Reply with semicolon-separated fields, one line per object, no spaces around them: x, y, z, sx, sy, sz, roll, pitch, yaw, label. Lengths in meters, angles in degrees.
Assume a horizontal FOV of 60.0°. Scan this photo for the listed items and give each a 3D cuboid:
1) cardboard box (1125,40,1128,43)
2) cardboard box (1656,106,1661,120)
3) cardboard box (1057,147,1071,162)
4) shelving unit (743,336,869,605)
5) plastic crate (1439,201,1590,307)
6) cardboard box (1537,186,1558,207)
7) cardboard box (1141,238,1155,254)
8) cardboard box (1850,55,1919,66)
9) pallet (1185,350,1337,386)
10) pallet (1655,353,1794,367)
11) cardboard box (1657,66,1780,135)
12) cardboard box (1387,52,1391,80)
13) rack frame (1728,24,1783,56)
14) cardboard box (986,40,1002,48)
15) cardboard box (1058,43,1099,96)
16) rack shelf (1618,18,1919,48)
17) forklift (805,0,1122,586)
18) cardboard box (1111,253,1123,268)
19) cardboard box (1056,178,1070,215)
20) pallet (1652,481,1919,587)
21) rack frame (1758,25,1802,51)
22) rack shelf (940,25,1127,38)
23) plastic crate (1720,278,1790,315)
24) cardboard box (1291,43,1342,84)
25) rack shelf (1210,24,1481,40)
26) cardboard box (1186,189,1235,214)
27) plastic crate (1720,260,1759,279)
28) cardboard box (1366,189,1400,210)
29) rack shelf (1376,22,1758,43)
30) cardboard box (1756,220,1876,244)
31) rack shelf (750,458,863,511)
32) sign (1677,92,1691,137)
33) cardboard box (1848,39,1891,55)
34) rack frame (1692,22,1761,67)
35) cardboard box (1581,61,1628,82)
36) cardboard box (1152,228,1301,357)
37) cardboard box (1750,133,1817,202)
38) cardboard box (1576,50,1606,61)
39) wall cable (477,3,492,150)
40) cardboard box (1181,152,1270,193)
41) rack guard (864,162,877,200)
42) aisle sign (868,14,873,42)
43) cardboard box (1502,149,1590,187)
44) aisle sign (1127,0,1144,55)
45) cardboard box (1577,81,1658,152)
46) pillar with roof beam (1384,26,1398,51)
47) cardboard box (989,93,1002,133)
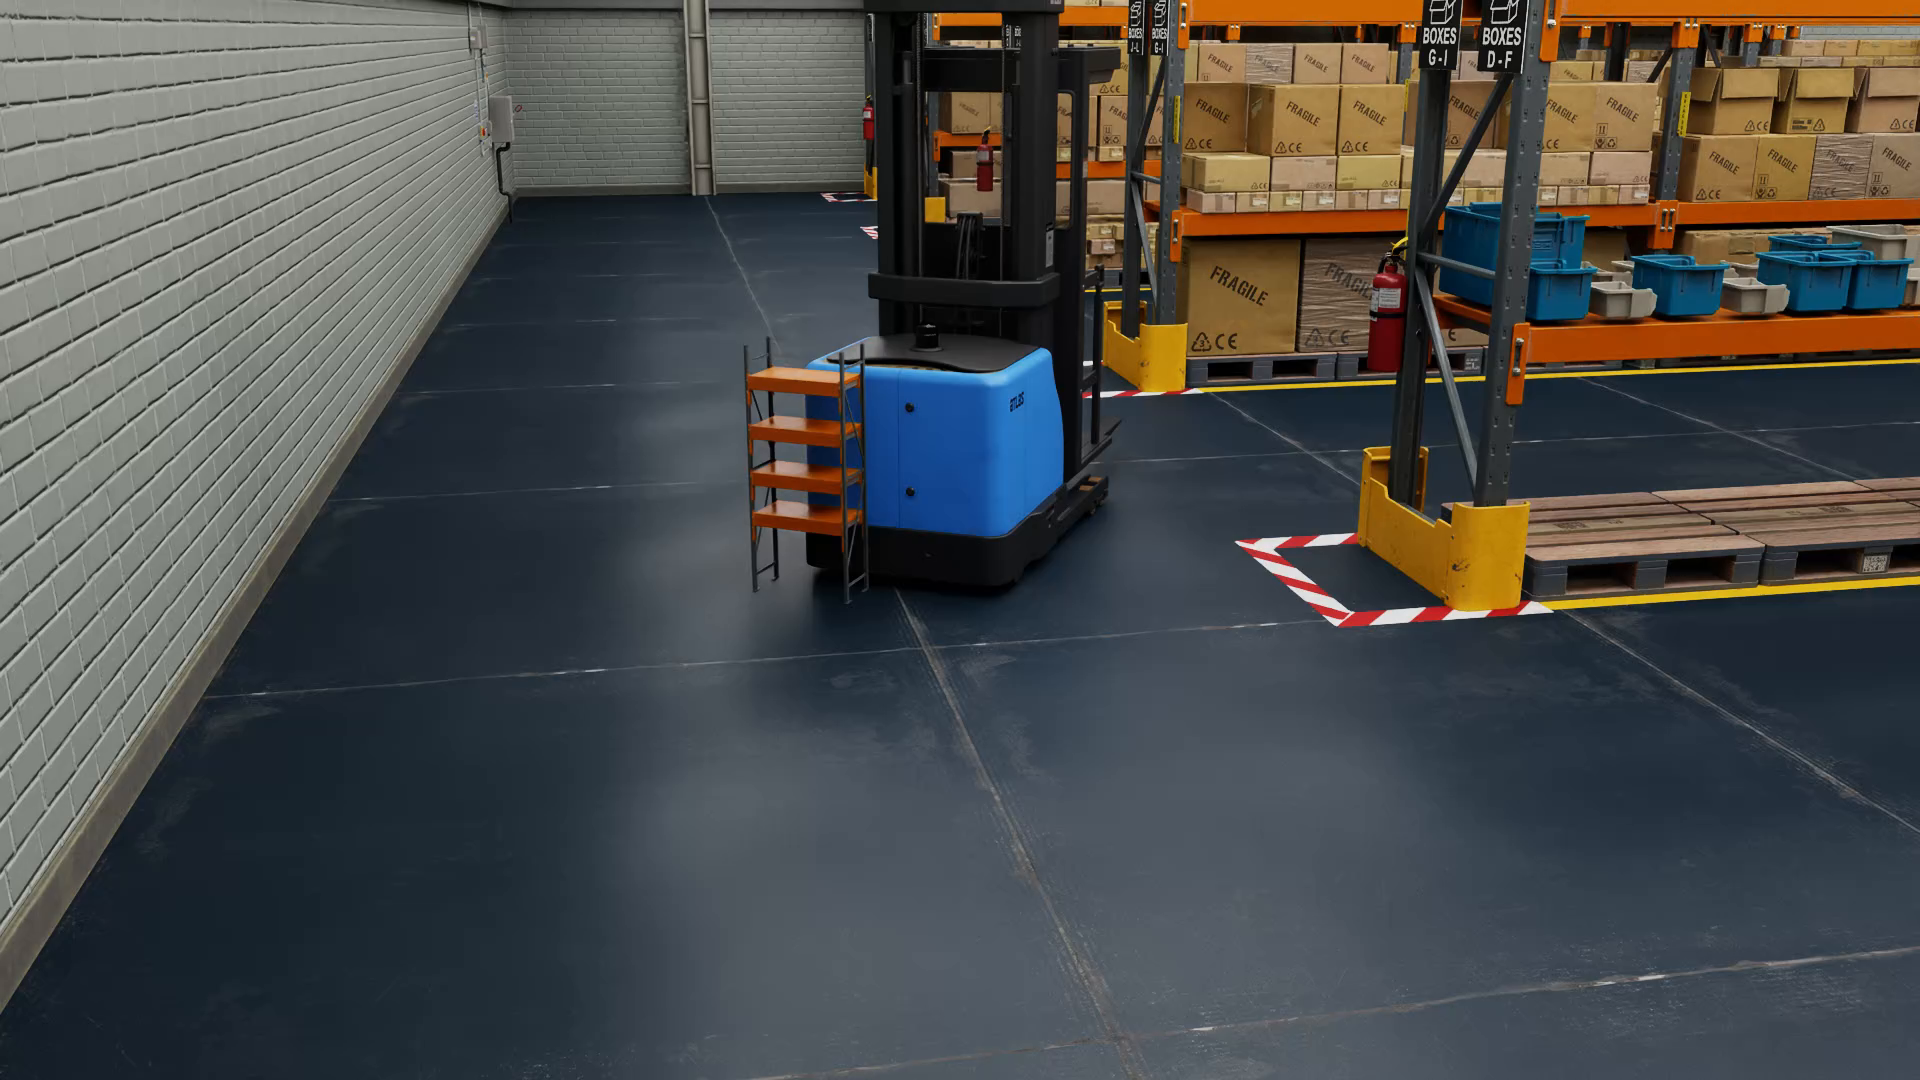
2.239;-6.477;21.812;0.250;0.149;0.380;-3;17;-11;cardboard box
7.539;-4.623;17.960;0.250;0.149;0.380;-3;17;-9;cardboard box
0.983;-3.947;16.982;0.250;0.149;0.380;-3;17;-11;cardboard box
-0.718;-0.329;7.839;0.503;1.200;0.258;7;18;21;shelving unit
2.677;-1.399;8.094;0.499;0.435;0.616;-3;17;-10;plastic crate
4.377;-2.657;12.780;0.250;0.149;0.380;-3;17;-9;cardboard box
1.941;-3.100;17.430;0.250;0.149;0.380;-3;17;-9;cardboard box
10.401;-5.224;18.837;0.500;0.500;0.700;-3;17;-11;cardboard box
2.215;-1.442;13.149;1.213;0.211;1.003;-3;17;-10;pallet
6.115;-1.663;13.866;1.213;0.211;1.003;-3;17;-10;pallet
5.997;-3.496;13.208;0.637;0.503;0.797;-4;17;-12;cardboard box
5.472;-6.350;22.502;0.500;0.500;0.500;-4;17;-11;cardboard box
11.346;-6.234;23.998;0.127;3.000;1.000;-3;17;-10;rack frame
0.486;-6.358;21.424;0.250;0.149;0.380;-3;17;-9;cardboard box
1.094;-4.760;16.821;0.500;0.500;0.500;-3;17;-11;cardboard box
7.335;-4.133;13.274;4.000;0.370;1.077;-3;17;-10;rack shelf
0.207;-1.575;8.949;1.130;2.935;3.031;6;18;18;forklift
1.662;-2.973;17.522;0.250;0.149;0.380;-3;17;-10;cardboard box
1.090;-4.660;22.524;0.875;0.438;0.875;-3;17;-9;cardboard box
4.396;-0.049;8.613;1.213;0.211;1.003;-3;17;-10;pallet
14.329;-7.887;29.382;0.127;3.000;1.000;-3;17;-10;rack frame
0.583;-8.197;26.508;4.000;0.370;1.077;-3;17;-10;rack shelf
3.685;-1.134;7.741;0.298;0.136;0.250;-3;17;-10;plastic crate
3.613;-4.900;17.277;0.500;0.500;0.500;-4;17;-12;cardboard box
5.455;-6.989;22.575;4.000;0.370;1.077;-3;17;-10;rack shelf
1.855;-2.513;12.312;0.250;0.149;0.380;-3;17;-10;cardboard box
3.994;-1.337;8.403;0.250;0.136;0.298;-3;17;-10;plastic crate
3.117;-2.585;12.548;0.250;0.149;0.380;-3;17;-11;cardboard box
6.494;-5.568;17.948;4.000;0.370;1.077;-3;17;-10;rack shelf
6.873;-2.208;13.794;0.875;0.875;1.225;-4;17;-12;cardboard box
-0.718;-0.265;7.859;0.480;0.148;0.258;7;18;21;rack shelf
5.478;-3.223;12.587;0.005;0.325;0.100;-3;17;-10;sign
12.823;-6.906;23.807;0.500;0.500;0.700;-4;17;-12;cardboard box
8.457;-4.589;18.645;0.127;3.000;1.000;-3;17;-10;rack frame
8.935;-6.422;23.221;0.500;0.500;0.500;-3;17;-10;cardboard box
2.058;-1.952;12.962;0.875;0.875;0.875;-3;17;-10;cardboard box
6.364;-2.961;13.172;0.500;0.500;0.500;-3;17;-10;cardboard box
8.972;-6.884;23.619;0.250;0.149;0.380;-4;18;-13;cardboard box
-6.248;-6.138;21.957;0.122;1.984;0.588;-3;17;-10;wall cable
1.967;-2.728;12.333;0.500;0.250;0.500;-4;17;-12;cardboard box
-1.306;-5.805;26.861;0.348;0.500;1.175;-3;17;-10;rack guard
-1.392;-8.150;25.810;0.004;0.787;0.394;-3;17;-10;aisle sign
4.480;-2.872;12.802;0.500;0.250;0.500;-3;17;-9;cardboard box
1.317;-4.034;12.408;0.004;0.787;0.394;-3;17;-10;aisle sign
4.971;-3.257;12.780;0.500;0.500;0.500;-3;17;-9;cardboard box
8.400;-9.401;24.092;0.400;9.000;9.100;-3;17;-10;pillar with roof beam
0.581;-5.593;21.743;0.500;0.500;0.500;-3;17;-11;cardboard box
